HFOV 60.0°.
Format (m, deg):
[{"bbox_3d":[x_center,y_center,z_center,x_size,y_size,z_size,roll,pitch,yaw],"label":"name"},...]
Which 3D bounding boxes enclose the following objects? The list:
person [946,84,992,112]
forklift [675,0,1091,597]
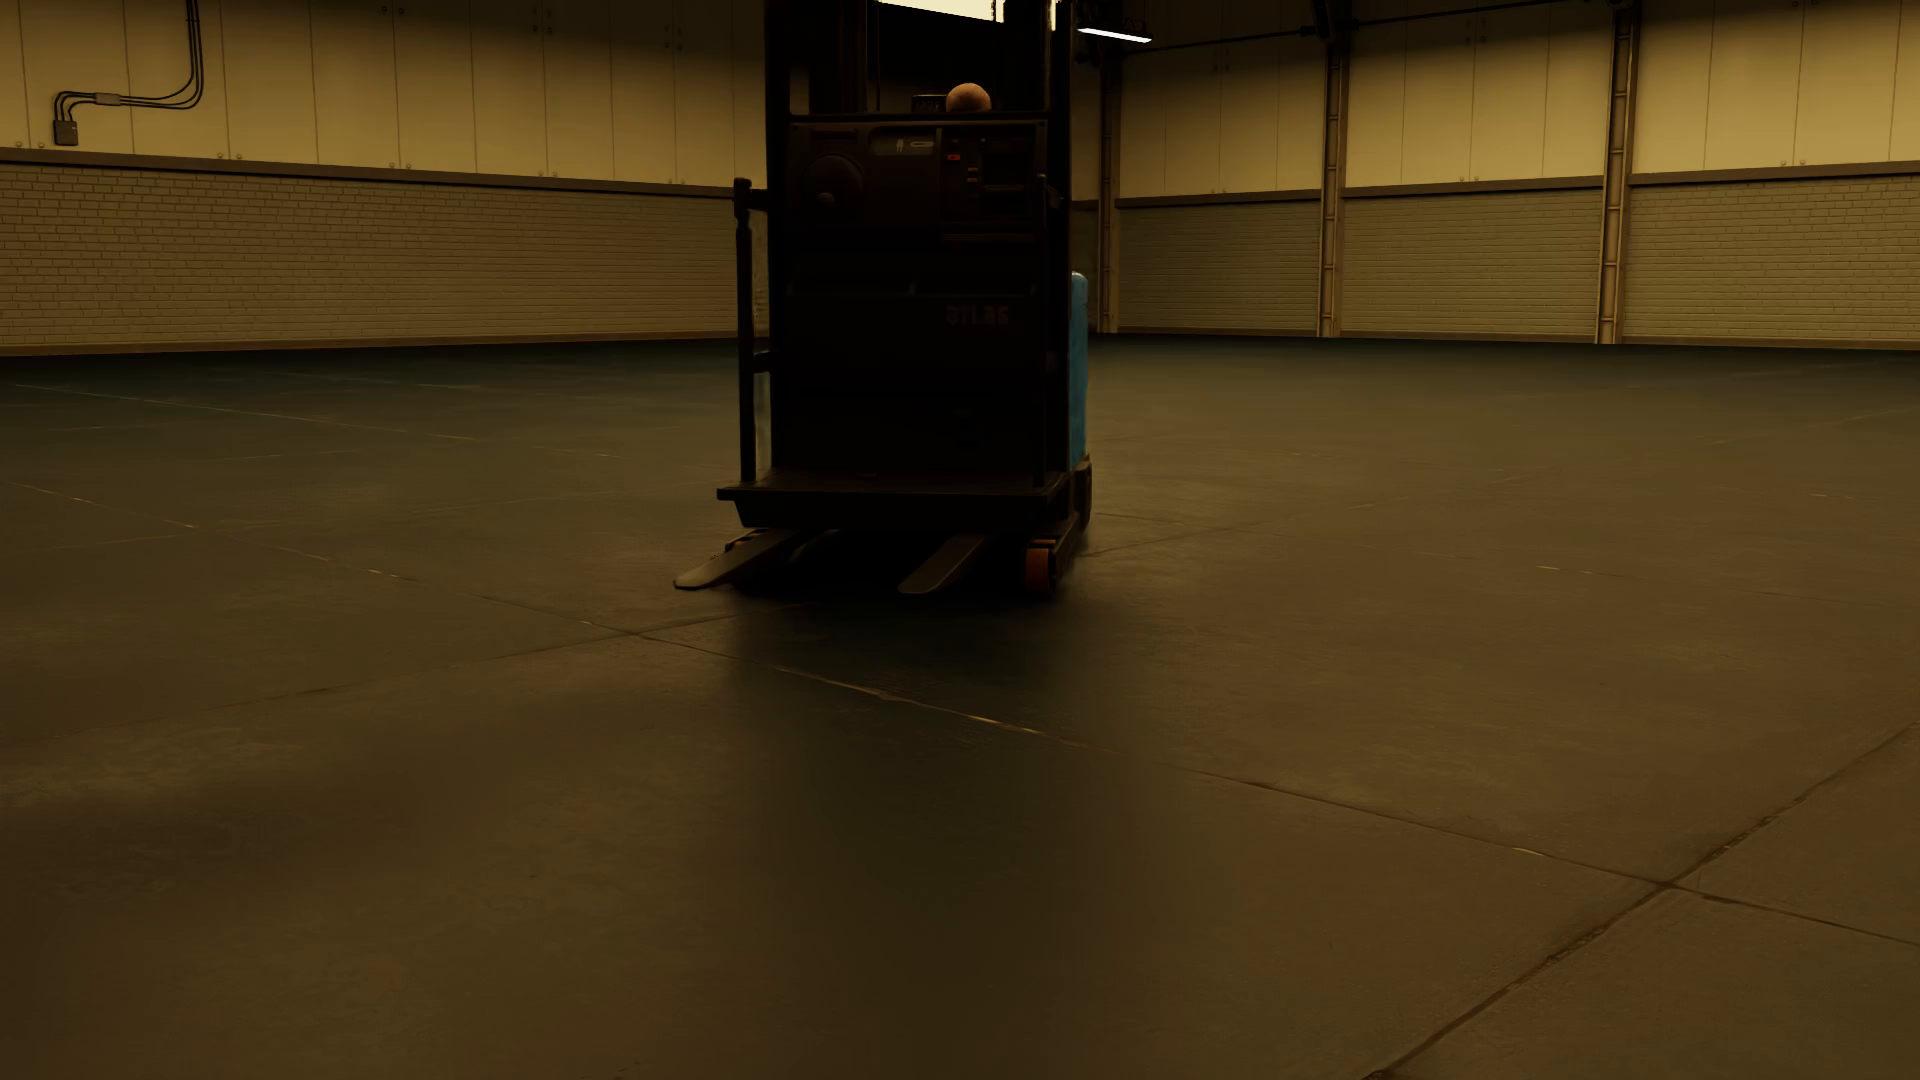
[{"bbox_3d":[0.002,-0.918,6.562,0.326,1.704,0.551,8,12,43],"label":"person"},{"bbox_3d":[-0.186,-1.319,5.636,1.130,2.935,3.031,1,9,9],"label":"forklift"}]
